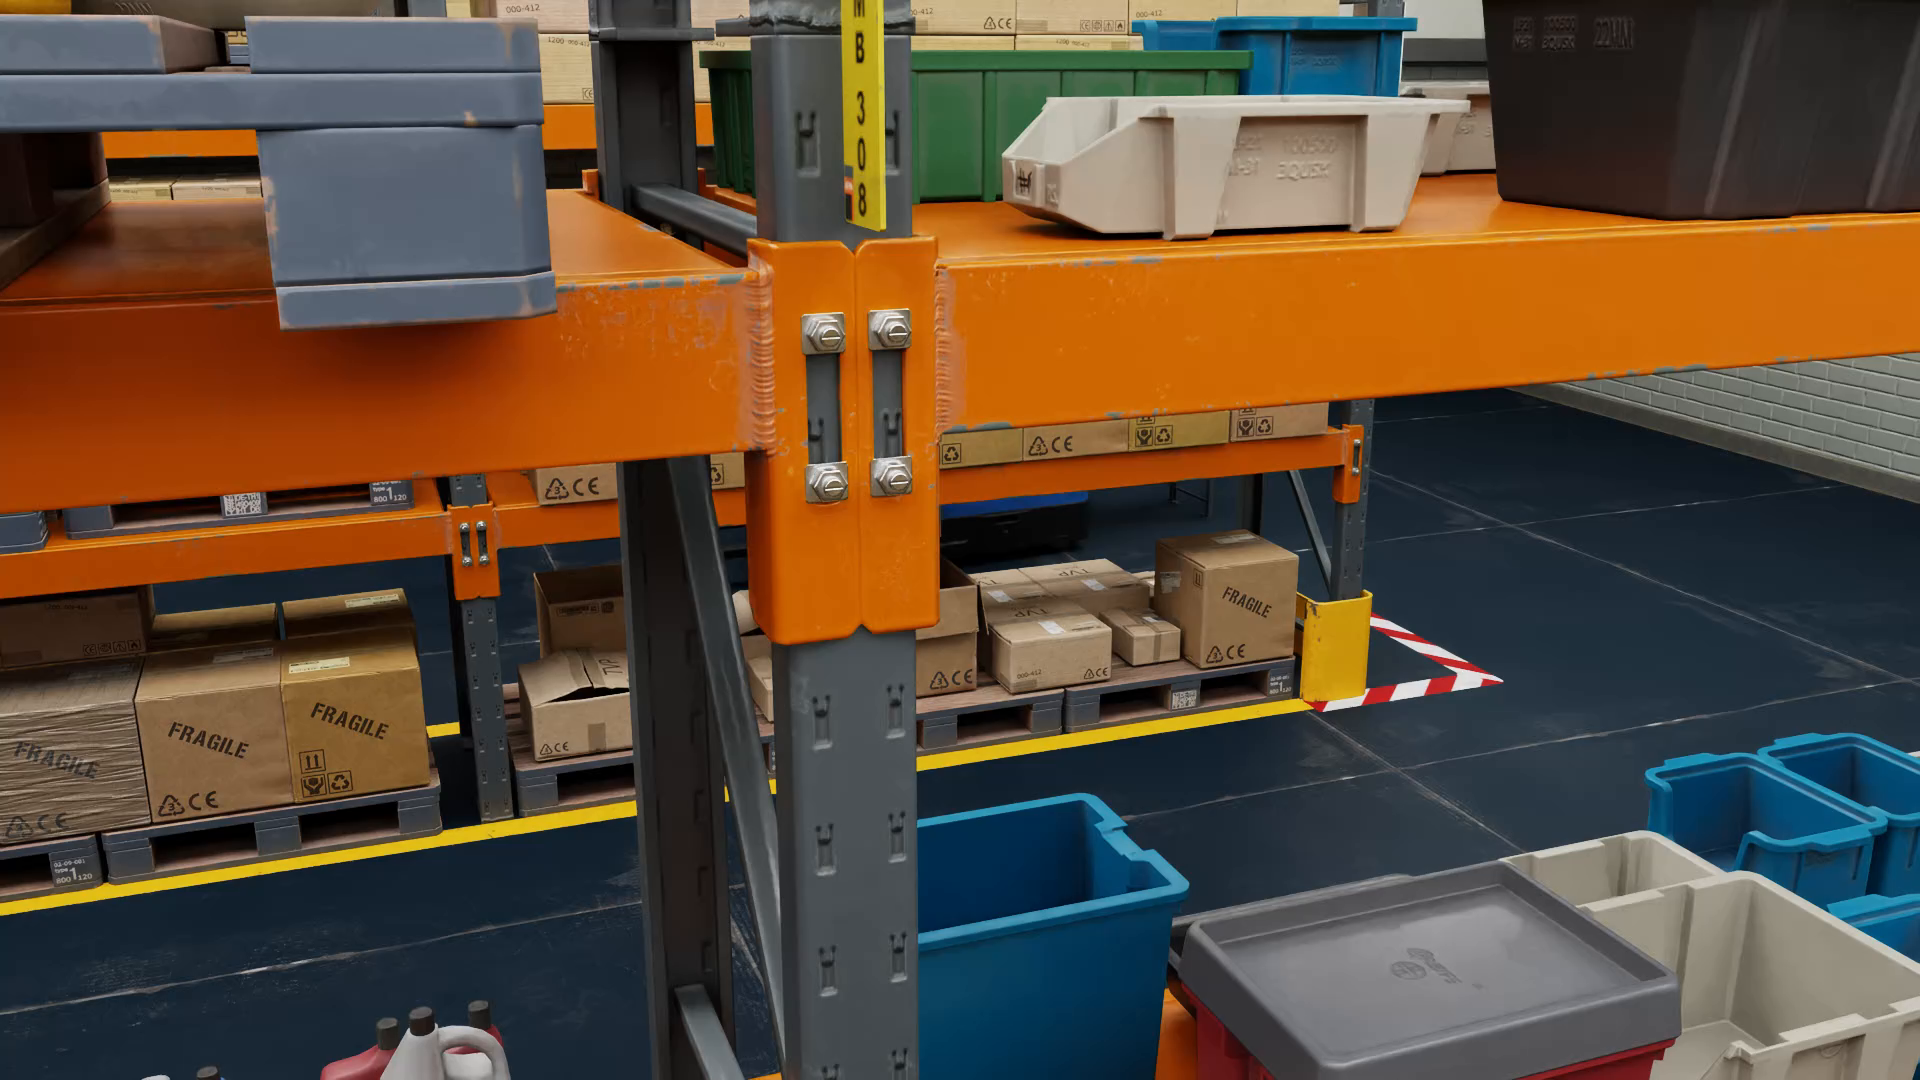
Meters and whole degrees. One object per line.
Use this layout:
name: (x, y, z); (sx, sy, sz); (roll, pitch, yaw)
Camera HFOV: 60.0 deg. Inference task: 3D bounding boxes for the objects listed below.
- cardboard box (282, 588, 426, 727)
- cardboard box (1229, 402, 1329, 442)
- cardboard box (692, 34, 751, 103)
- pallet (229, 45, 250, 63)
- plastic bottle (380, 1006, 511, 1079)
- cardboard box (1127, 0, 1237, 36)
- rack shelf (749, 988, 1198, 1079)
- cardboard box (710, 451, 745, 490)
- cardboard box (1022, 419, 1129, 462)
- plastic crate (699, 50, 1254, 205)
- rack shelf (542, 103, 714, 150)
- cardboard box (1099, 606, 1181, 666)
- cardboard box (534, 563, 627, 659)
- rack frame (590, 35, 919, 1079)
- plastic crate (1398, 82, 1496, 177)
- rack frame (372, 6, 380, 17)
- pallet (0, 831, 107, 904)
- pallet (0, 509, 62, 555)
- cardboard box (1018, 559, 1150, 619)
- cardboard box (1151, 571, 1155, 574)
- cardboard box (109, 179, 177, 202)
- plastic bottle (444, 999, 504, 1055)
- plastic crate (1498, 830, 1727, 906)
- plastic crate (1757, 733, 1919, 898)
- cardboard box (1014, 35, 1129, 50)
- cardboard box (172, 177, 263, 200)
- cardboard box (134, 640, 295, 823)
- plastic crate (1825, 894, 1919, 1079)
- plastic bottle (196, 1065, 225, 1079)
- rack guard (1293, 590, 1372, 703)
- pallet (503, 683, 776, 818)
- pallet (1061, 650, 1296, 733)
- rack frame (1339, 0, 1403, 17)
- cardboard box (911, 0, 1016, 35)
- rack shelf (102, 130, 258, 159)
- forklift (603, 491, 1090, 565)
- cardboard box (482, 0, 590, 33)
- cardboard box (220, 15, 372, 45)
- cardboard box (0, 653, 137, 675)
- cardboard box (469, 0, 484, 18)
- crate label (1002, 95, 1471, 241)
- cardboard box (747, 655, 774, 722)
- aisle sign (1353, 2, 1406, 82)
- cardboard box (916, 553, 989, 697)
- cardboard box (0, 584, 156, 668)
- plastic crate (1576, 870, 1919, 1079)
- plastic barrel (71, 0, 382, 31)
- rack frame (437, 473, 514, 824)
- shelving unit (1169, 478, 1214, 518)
cardboard box: (-2.585, 0.542, 7.086); (0.500, 0.500, 0.500); (-7, 18, -23)
cardboard box: (1.368, -0.766, 7.705); (0.500, 0.500, 0.500); (-6, 17, -18)
cardboard box: (-1.035, -1.832, 6.455); (0.500, 0.250, 0.500); (-6, 17, -20)
pallet: (-2.680, -1.733, 6.186); (1.003, 0.211, 1.213); (-6, 17, -20)
plastic bottle: (-0.759, 0.850, 2.467); (0.185, 0.351, 0.144); (-6, 17, -20)
cardboard box: (0.834, -2.272, 7.068); (0.500, 0.250, 0.500); (-6, 17, -20)
rack shelf: (1.591, 1.016, 3.092); (4.000, 0.370, 1.077); (-6, 17, -20)
cardboard box: (-0.995, -0.511, 6.839); (0.500, 0.500, 0.500); (-6, 17, -19)
cardboard box: (0.417, -0.664, 7.357); (0.500, 0.500, 0.500); (-6, 17, -20)
plastic crate: (0.011, -0.587, 2.327); (0.662, 0.188, 0.450); (-6, 17, -20)
rack shelf: (-0.178, -1.727, 7.109); (4.000, 0.370, 1.077); (-6, 17, -20)
cardboard box: (0.859, 0.451, 7.988); (0.250, 0.166, 0.380); (-6, 17, -20)
cardboard box: (-1.615, 0.425, 7.483); (0.500, 0.500, 0.500); (-6, 17, -20)
rack frame: (-0.277, 0.872, 2.304); (0.127, 3.000, 1.000); (-6, 17, -20)
plastic crate: (0.775, -0.669, 2.696); (0.466, 0.136, 0.293); (-6, 17, -20)
rack frame: (-3.822, -4.613, 10.335); (0.127, 3.000, 1.000); (-6, 17, -20)
pallet: (-3.933, 1.123, 6.400); (1.213, 0.211, 1.003); (-6, 17, -20)
pallet: (-3.967, -0.133, 6.069); (1.213, 0.211, 1.003); (-6, 17, -20)
cardboard box: (0.613, 0.304, 8.338); (0.500, 0.250, 0.500); (-6, 17, -20)
cardboard box: (1.175, 0.274, 8.620); (0.250, 0.149, 0.380); (-6, 17, -20)
cardboard box: (-5.124, -2.080, 10.284); (0.500, 0.250, 0.500); (-6, 17, -19)
plastic bottle: (-0.772, 0.853, 2.577); (0.133, 0.283, 0.061); (-6, 17, -20)
plastic crate: (1.242, 0.715, 3.200); (0.466, 0.136, 0.293); (-6, 17, -20)
plastic crate: (1.880, 0.592, 3.451); (0.300, 0.233, 0.416); (-6, 17, -20)
cardboard box: (0.371, -1.979, 6.957); (0.500, 0.250, 0.500); (-6, 17, -20)
cardboard box: (-4.647, -2.131, 10.459); (0.500, 0.250, 0.500); (-6, 17, -19)
cardboard box: (-2.869, 0.730, 6.445); (0.500, 0.500, 0.500); (-6, 17, -20)
plastic crate: (1.632, 0.795, 2.758); (0.300, 0.233, 0.416); (-6, 17, -20)
plastic bottle: (-1.089, 0.899, 2.443); (0.097, 0.271, 0.097); (0, 16, 0)
rack guard: (1.618, 0.372, 8.443); (0.348, 0.500, 1.175); (-6, 17, -20)
pallet: (-1.404, 0.838, 7.371); (1.213, 0.211, 1.003); (-6, 17, -20)
pallet: (0.874, 0.592, 8.209); (1.213, 0.211, 1.003); (-6, 17, -20)
rack frame: (1.689, -3.713, 7.271); (0.127, 3.000, 1.000); (-6, 17, -20)
cardboard box: (-0.099, -2.171, 6.722); (0.500, 0.250, 0.500); (-6, 17, -20)
rack shelf: (-3.913, -1.324, 5.735); (4.000, 0.370, 1.077); (-6, 17, -20)
forklift: (-0.751, -1.310, 9.857); (3.031, 2.935, 1.130); (-7, 18, -23)
cardboard box: (-1.503, -2.022, 6.216); (0.500, 0.250, 0.500); (-6, 17, -20)
cardboard box: (-2.543, -2.137, 6.126); (0.600, 0.600, 0.600); (-8, 18, -25)
cardboard box: (-3.548, 0.647, 6.728); (0.500, 0.500, 0.500); (-6, 17, -19)
cardboard box: (-1.689, -2.159, 6.681); (0.500, 0.250, 0.500); (-6, 17, -20)
crate label: (0.283, -0.414, 1.828); (0.466, 0.136, 0.293); (-6, 17, -20)
cardboard box: (-0.772, 0.642, 7.337); (0.250, 0.166, 0.380); (-6, 17, -20)
aisle sign: (1.863, -2.008, 7.499); (0.004, 0.787, 0.394); (-6, 17, -20)
cardboard box: (-0.293, 0.365, 7.683); (0.637, 0.503, 0.797); (-6, 17, -20)
cardboard box: (-3.519, 0.283, 6.637); (0.500, 0.250, 0.500); (-6, 17, -20)
plastic crate: (1.215, 0.795, 2.671); (0.530, 0.282, 0.437); (-6, 17, -20)
plastic barrel: (-0.858, -0.846, 1.847); (0.433, 0.535, 0.433); (0, 16, 0)
rack frame: (-2.046, -0.431, 6.743); (0.127, 3.000, 1.000); (-6, 17, -20)
shelving unit: (1.105, -0.871, 10.903); (1.048, 1.500, 0.538); (-7, 18, -23)
